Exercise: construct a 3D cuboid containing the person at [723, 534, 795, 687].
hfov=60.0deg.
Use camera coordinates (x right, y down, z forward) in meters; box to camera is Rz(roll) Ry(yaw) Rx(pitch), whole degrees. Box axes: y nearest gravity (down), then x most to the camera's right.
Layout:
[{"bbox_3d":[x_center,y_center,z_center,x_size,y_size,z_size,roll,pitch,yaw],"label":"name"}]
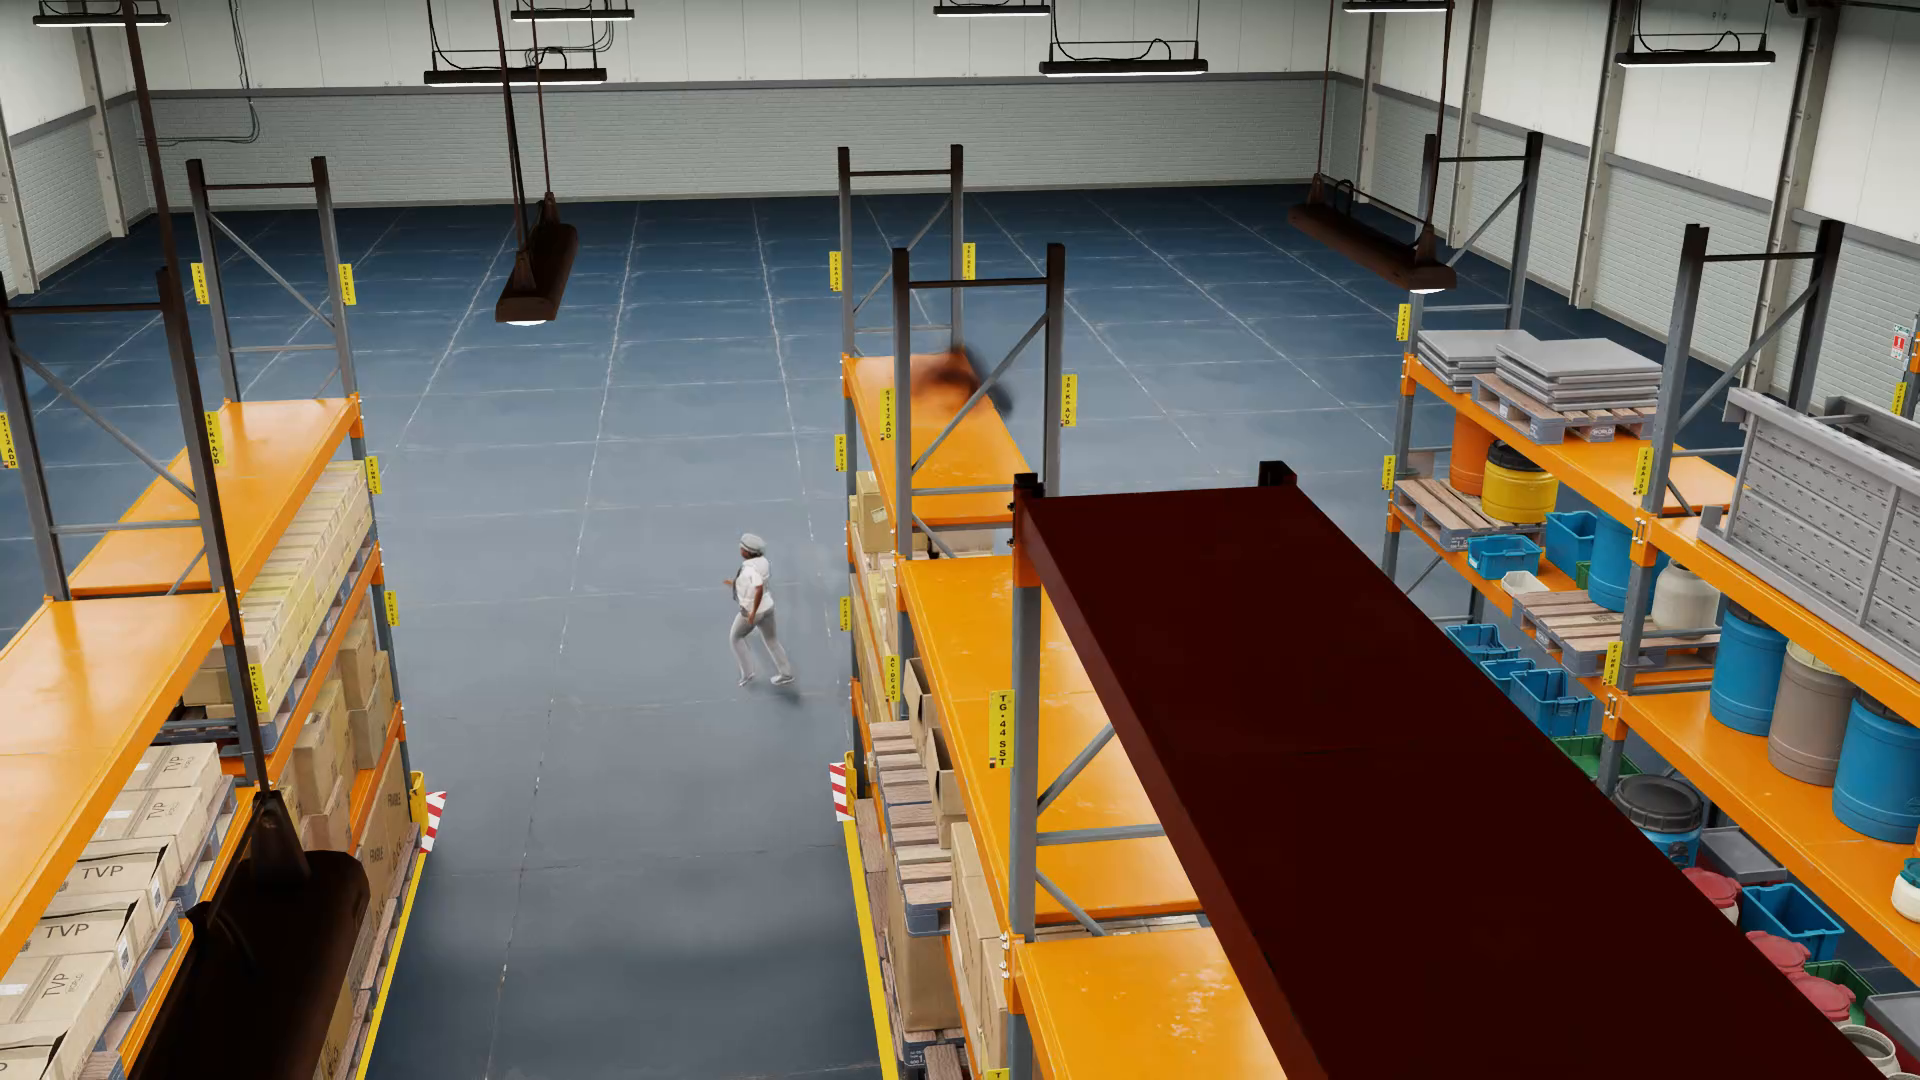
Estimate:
[{"bbox_3d":[-2.137,0.774,17.417,0.825,1.744,0.536,12,24,27],"label":"person"}]
